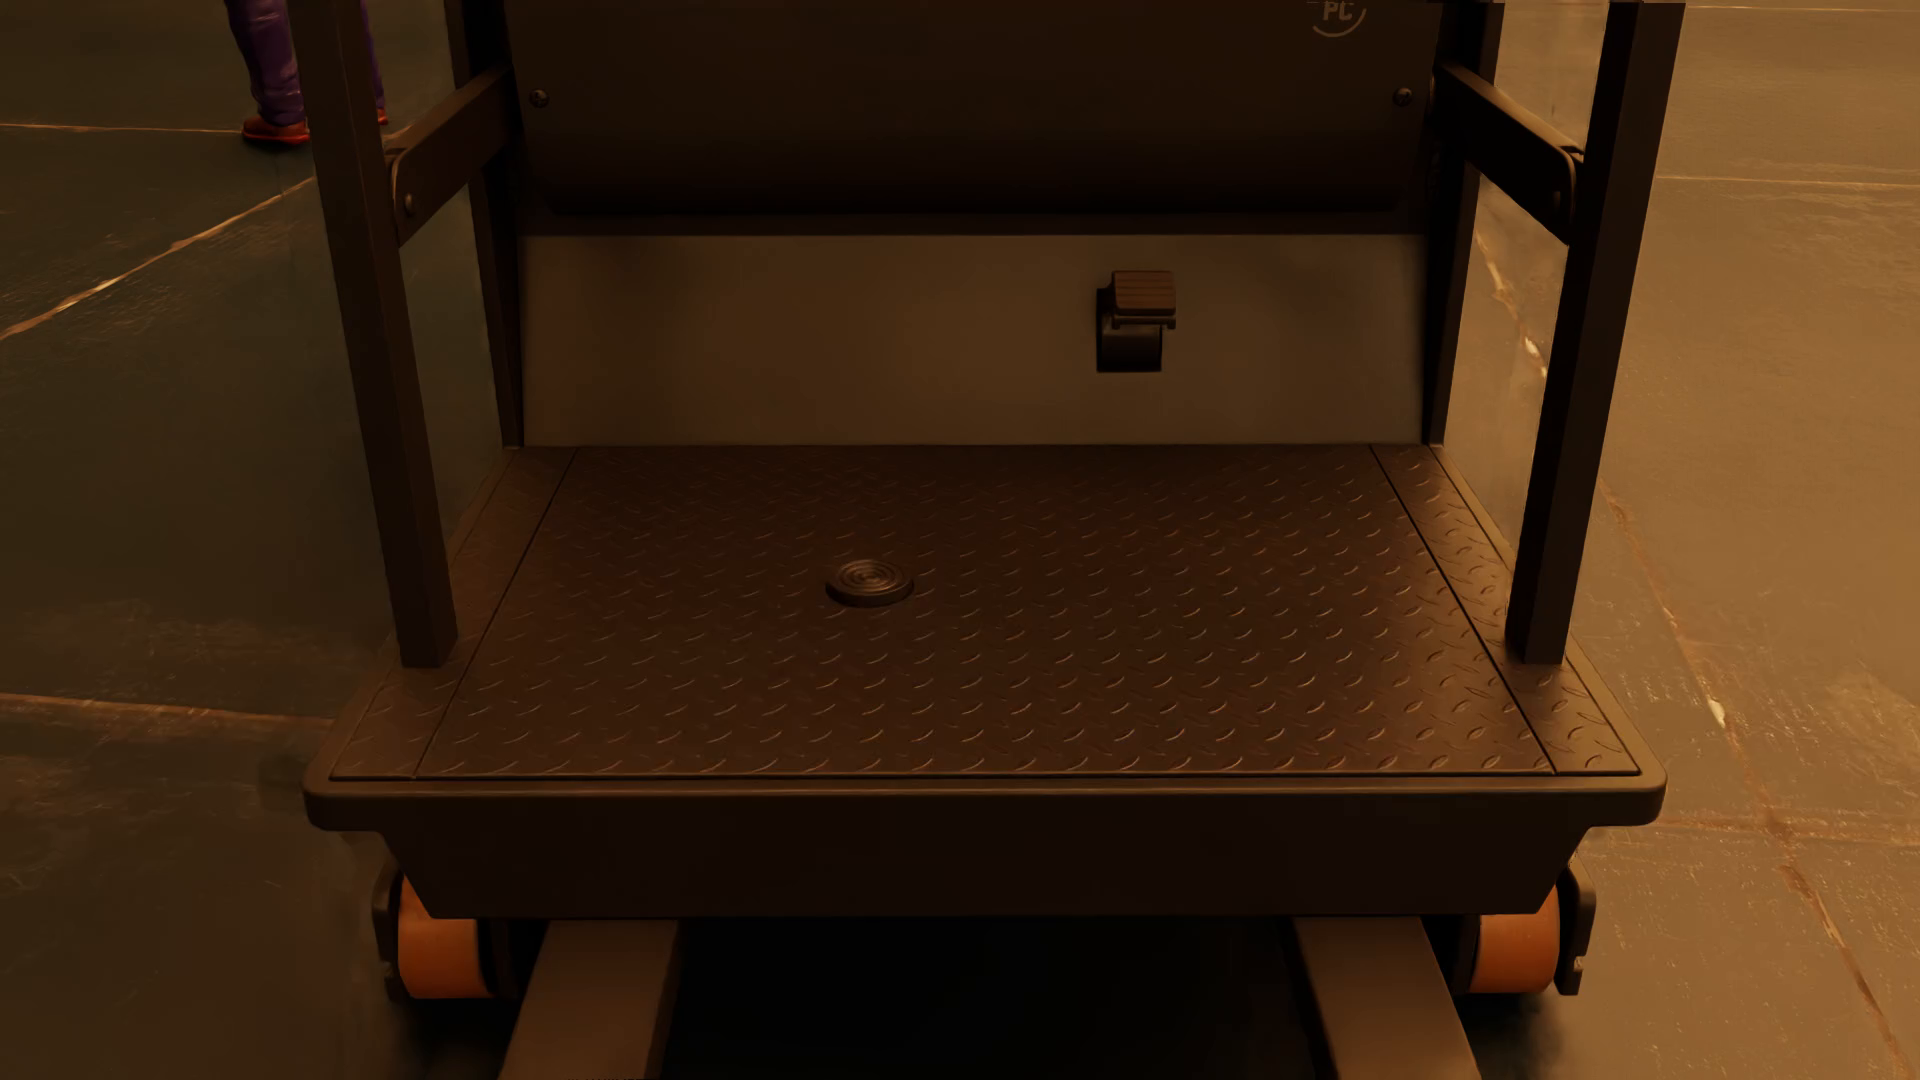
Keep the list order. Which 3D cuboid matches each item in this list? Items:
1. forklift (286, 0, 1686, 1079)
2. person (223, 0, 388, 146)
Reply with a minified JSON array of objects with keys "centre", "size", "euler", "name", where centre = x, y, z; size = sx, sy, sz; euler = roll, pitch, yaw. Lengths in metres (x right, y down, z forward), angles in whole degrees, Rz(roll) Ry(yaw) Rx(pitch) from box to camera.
[{"centre":[0.017,-1.007,1.236],"size":[1.130,2.935,3.031],"euler":[0,27,0],"name":"forklift"},{"centre":[-1.916,-1.907,4.466],"size":[0.590,1.653,0.495],"euler":[-17,31,-31],"name":"person"}]
